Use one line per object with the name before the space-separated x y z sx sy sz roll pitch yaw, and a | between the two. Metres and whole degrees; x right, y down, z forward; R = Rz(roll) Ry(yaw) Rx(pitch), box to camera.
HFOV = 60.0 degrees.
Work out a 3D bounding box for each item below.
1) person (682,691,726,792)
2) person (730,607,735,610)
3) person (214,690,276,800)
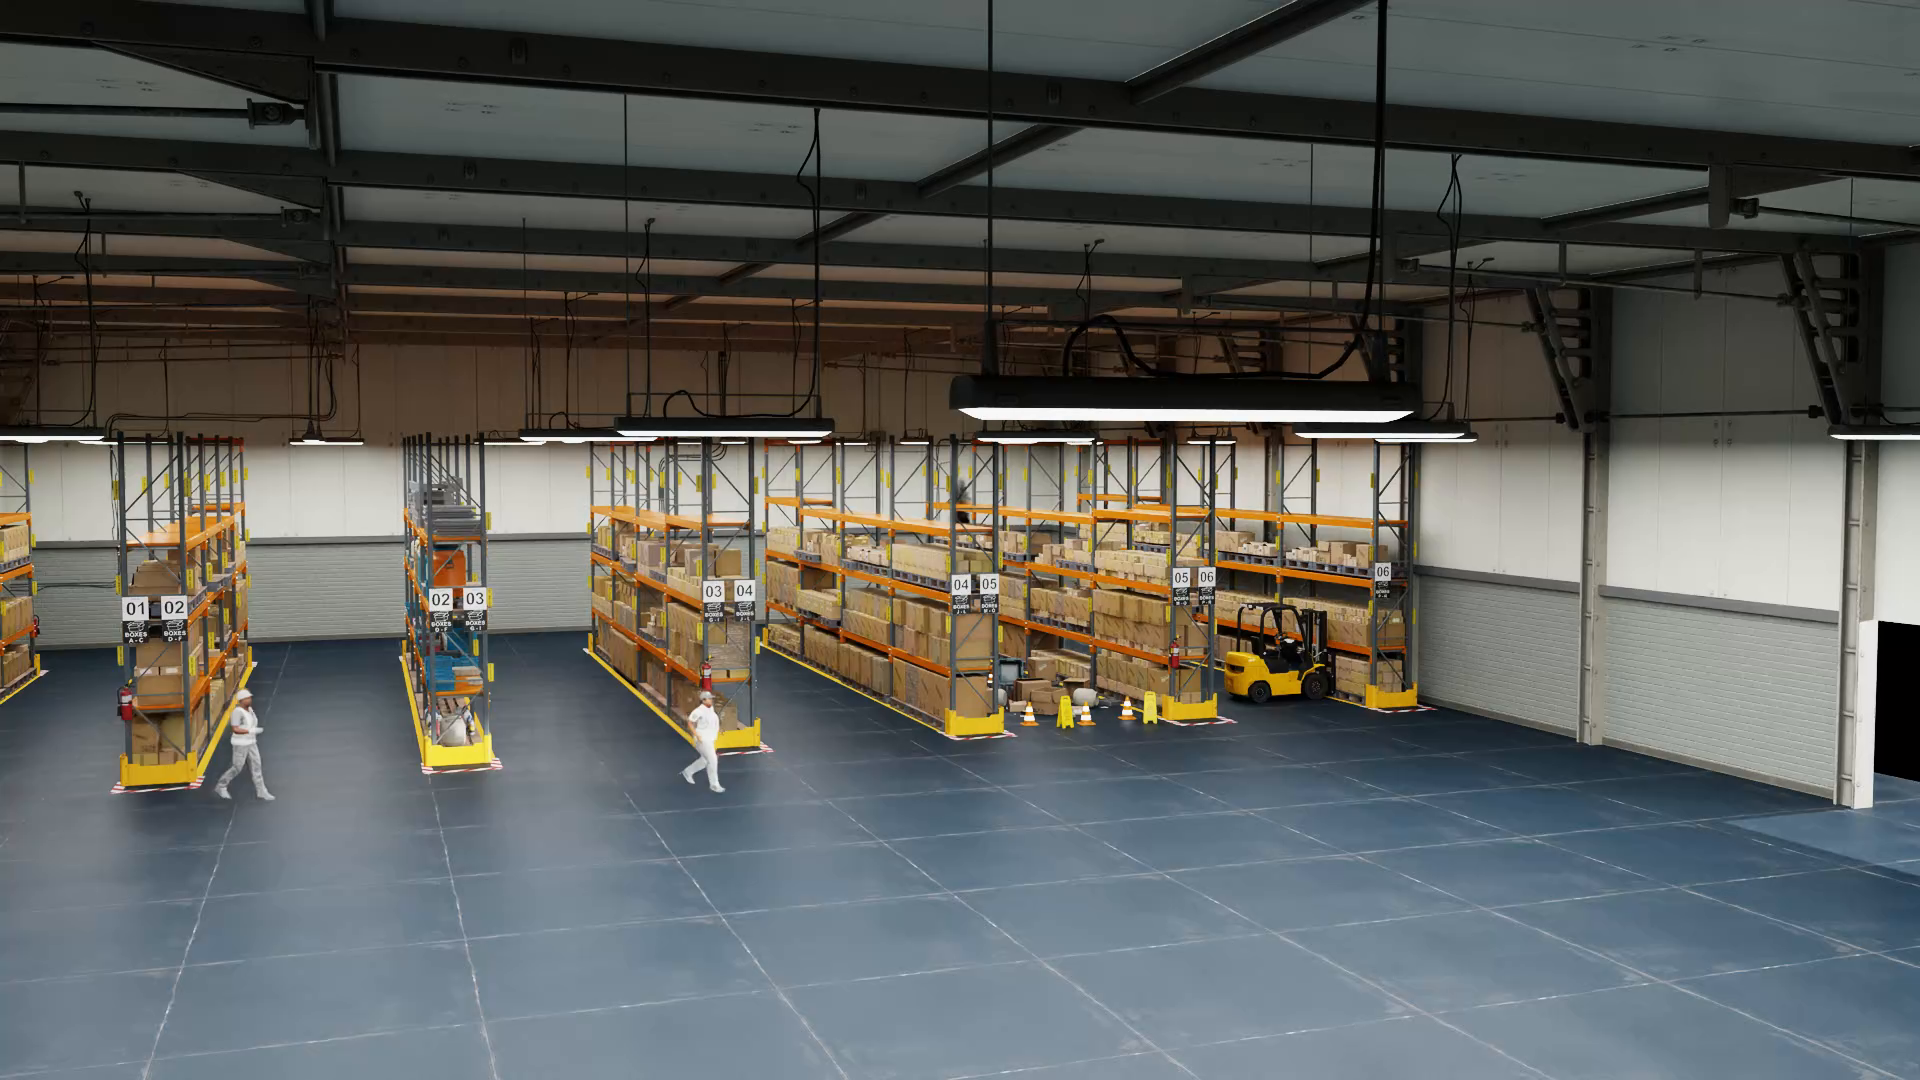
person | -4.297 3.362 27.835 0.863 1.675 0.617 1 3 16
person | -6.145 2.307 45.816 0.709 1.802 0.881 -1 3 -9
person | -11.567 3.314 26.854 0.943 1.808 0.698 0 3 4
